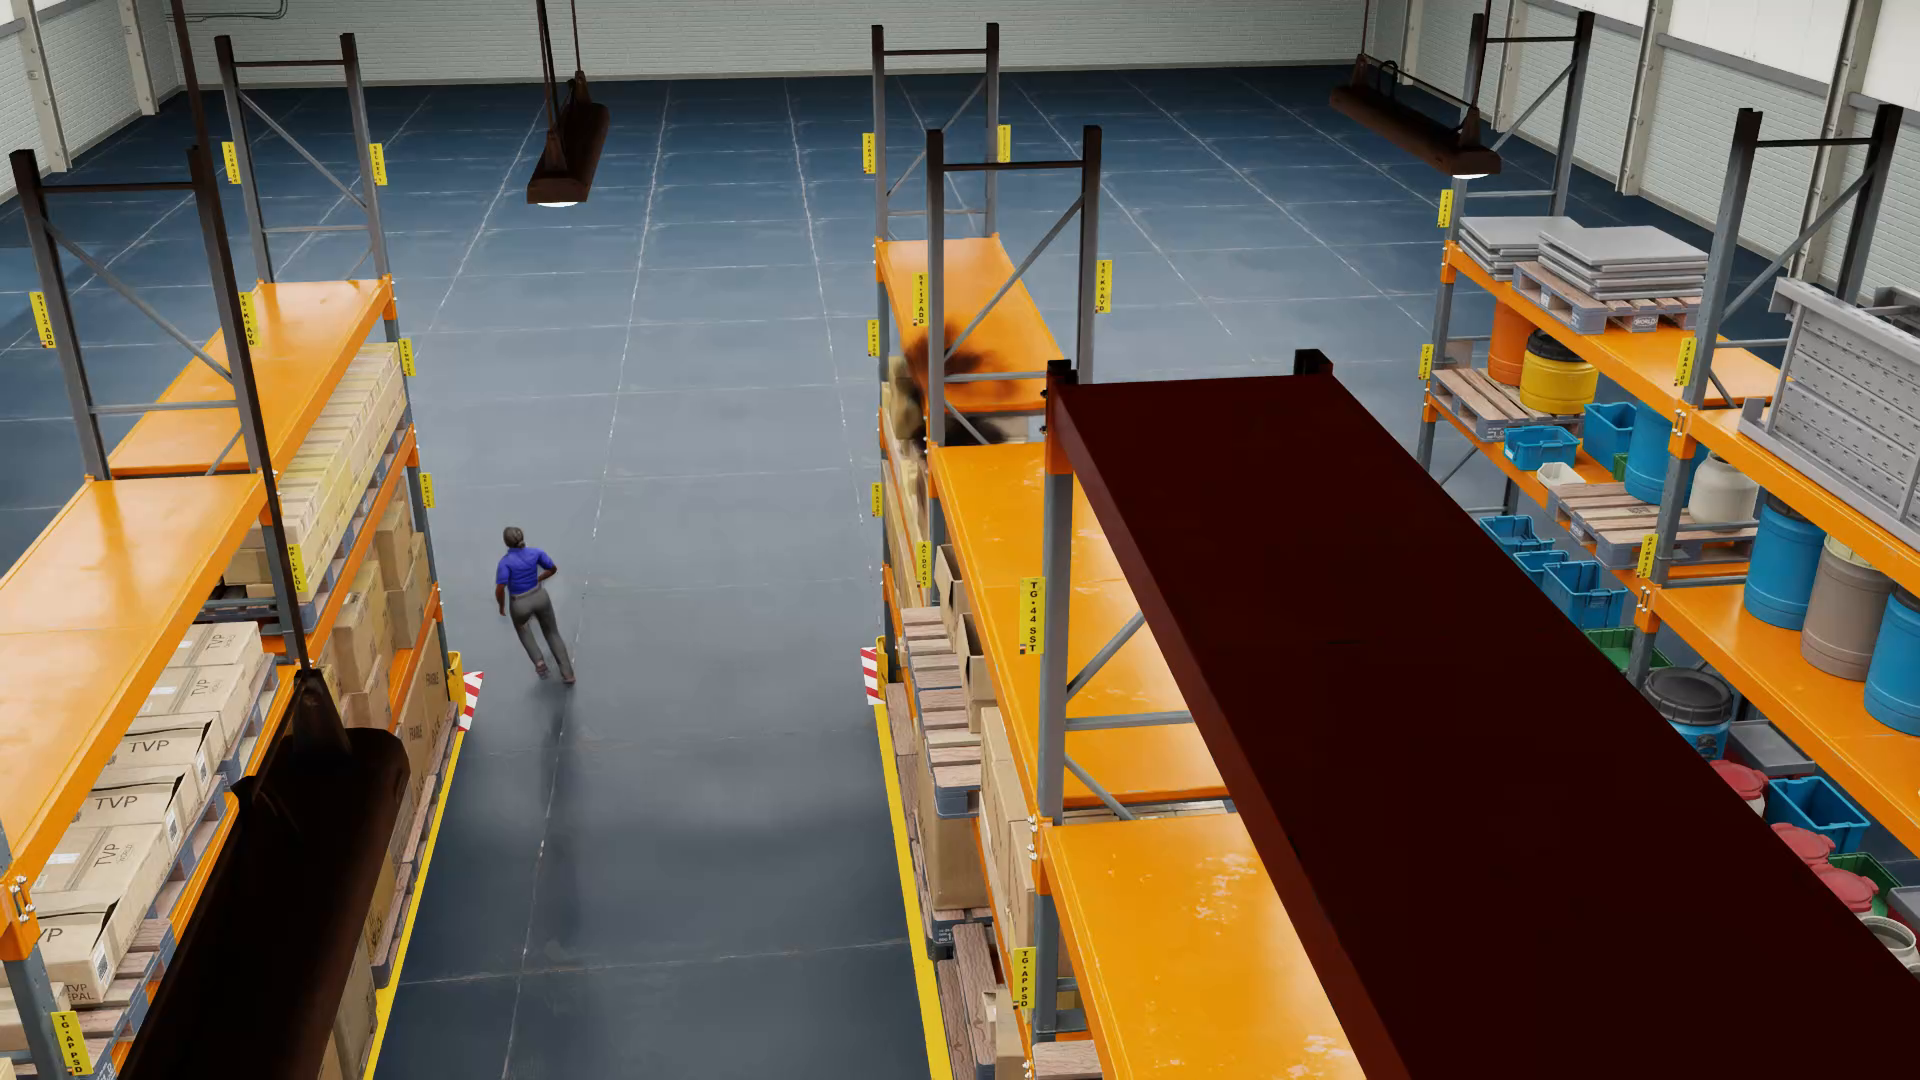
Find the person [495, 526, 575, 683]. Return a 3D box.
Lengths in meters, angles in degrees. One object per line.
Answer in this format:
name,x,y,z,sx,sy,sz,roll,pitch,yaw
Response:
person,-3.994,0.614,15.364,0.651,1.660,0.668,-15,29,-28
